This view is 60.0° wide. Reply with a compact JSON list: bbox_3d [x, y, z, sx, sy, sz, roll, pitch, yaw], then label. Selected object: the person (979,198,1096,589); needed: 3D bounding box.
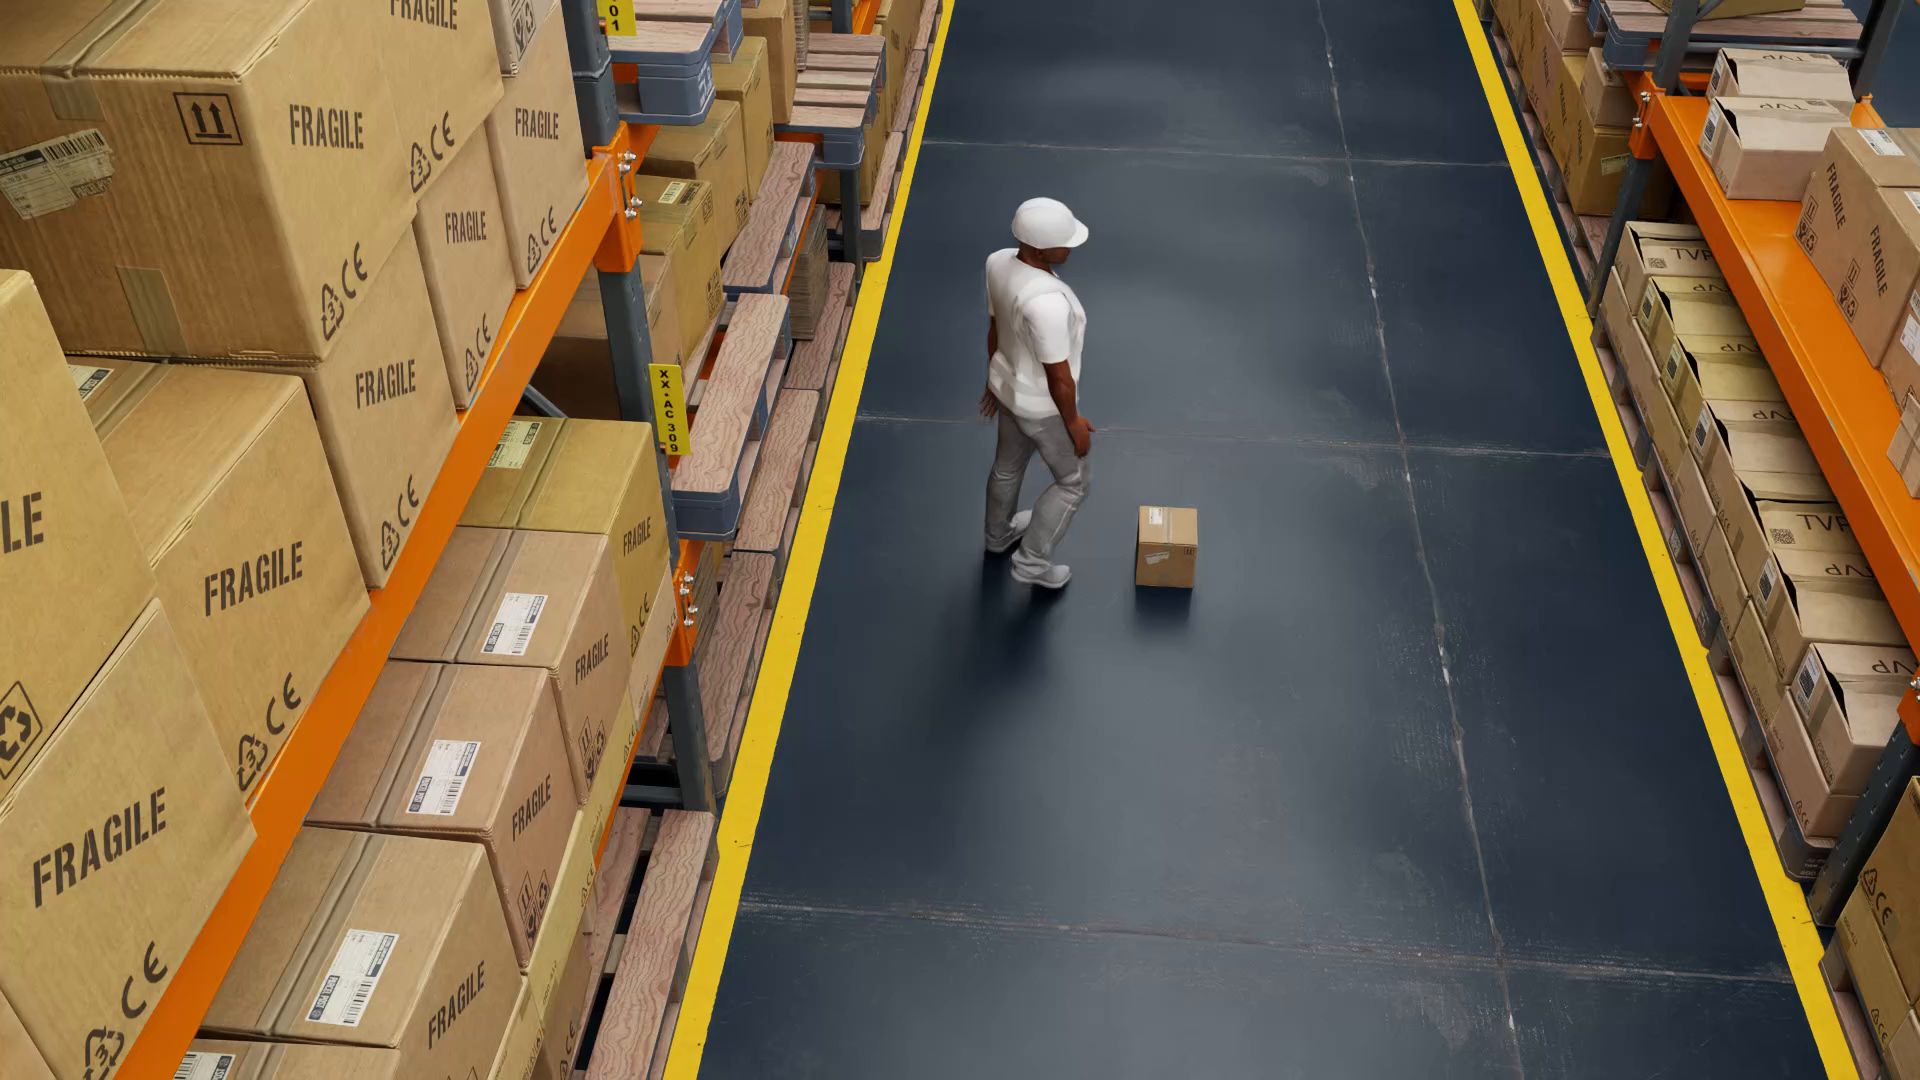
[{"bbox_3d":[0.315,-0.589,6.791,0.371,1.767,0.606,-17,43,-19],"label":"person"}]
